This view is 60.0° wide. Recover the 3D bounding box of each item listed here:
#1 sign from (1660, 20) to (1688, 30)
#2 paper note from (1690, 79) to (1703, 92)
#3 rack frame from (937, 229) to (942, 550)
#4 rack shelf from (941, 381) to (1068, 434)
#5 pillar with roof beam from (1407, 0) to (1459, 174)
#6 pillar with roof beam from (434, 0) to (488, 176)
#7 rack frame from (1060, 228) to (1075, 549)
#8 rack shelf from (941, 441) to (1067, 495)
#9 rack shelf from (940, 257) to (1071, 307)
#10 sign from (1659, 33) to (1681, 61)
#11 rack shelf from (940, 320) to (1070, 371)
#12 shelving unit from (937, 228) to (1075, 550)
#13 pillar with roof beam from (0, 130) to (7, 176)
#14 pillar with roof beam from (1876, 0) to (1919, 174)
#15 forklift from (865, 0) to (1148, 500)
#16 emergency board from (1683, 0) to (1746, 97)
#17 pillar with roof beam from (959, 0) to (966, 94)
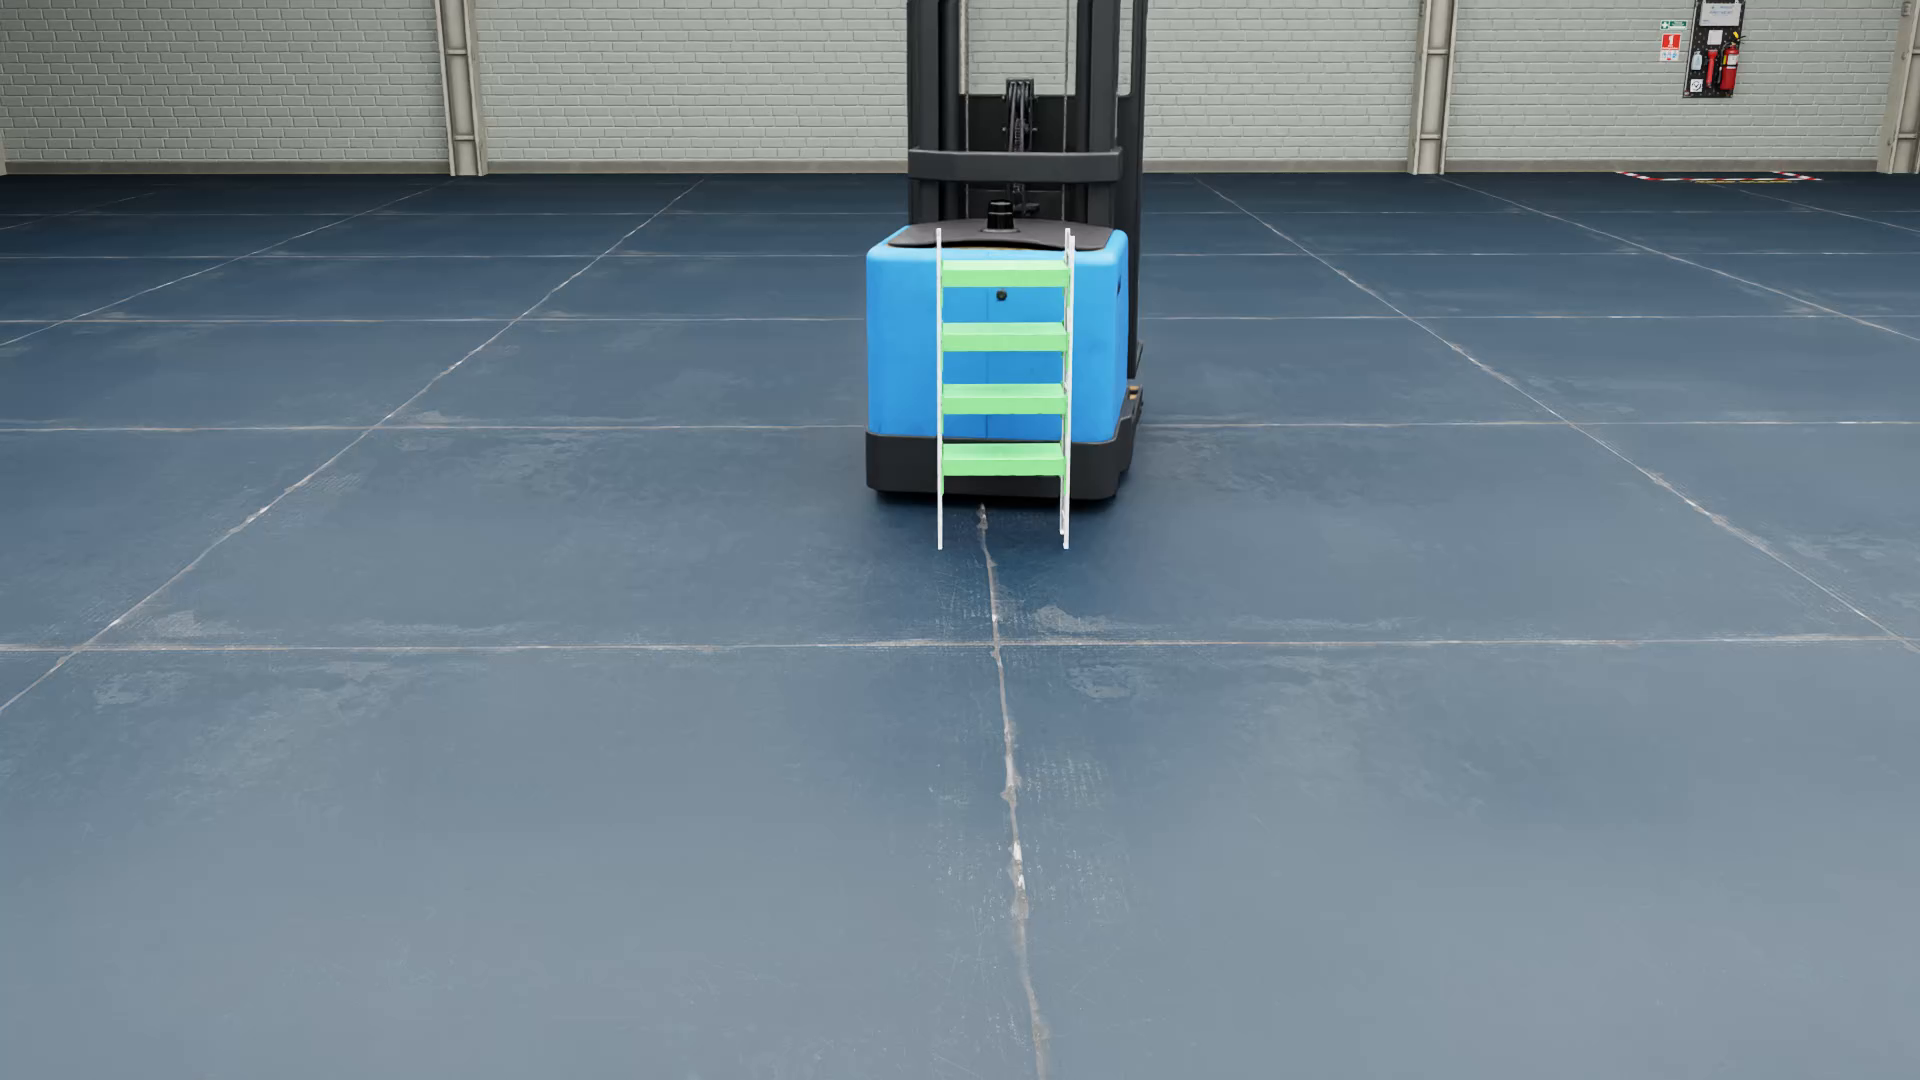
[{"bbox_3d":[8.844,-6.381,20.601,0.331,0.109,0.001,0,18,-1],"label":"sign"},{"bbox_3d":[9.215,-5.686,20.804,0.142,0.148,0.016,0,18,-1],"label":"paper note"},{"bbox_3d":[-0.078,-0.571,6.363,0.015,1.200,0.240,0,18,-1],"label":"rack frame"},{"bbox_3d":[0.166,-0.511,6.386,0.480,0.148,0.258,0,18,-1],"label":"rack shelf"},{"bbox_3d":[5.934,-7.598,15.502,0.400,9.000,9.100,0,18,-1],"label":"pillar with roof beam"},{"bbox_3d":[-6.065,-7.540,15.321,0.400,9.000,9.100,0,18,-1],"label":"pillar with roof beam"},{"bbox_3d":[0.409,-0.573,6.370,0.015,1.200,0.240,0,18,-1],"label":"rack frame"},{"bbox_3d":[0.166,-0.283,6.460,0.480,0.148,0.258,0,18,-1],"label":"rack shelf"},{"bbox_3d":[0.166,-0.968,6.240,0.480,0.148,0.258,0,18,-1],"label":"rack shelf"},{"bbox_3d":[8.839,-6.131,20.691,0.234,0.329,0.001,0,18,-1],"label":"sign"},{"bbox_3d":[0.166,-0.740,6.313,0.480,0.148,0.258,0,18,-1],"label":"rack shelf"},{"bbox_3d":[0.166,-0.572,6.367,0.503,1.200,0.258,0,18,-1],"label":"shelving unit"},{"bbox_3d":[-12.064,-7.511,15.231,0.400,9.000,9.100,0,18,-1],"label":"pillar with roof beam"},{"bbox_3d":[11.933,-7.627,15.592,0.400,9.000,9.100,0,18,-1],"label":"pillar with roof beam"},{"bbox_3d":[0.339,-1.969,7.886,1.130,2.935,3.031,3,18,8],"label":"forklift"},{"bbox_3d":[9.394,-6.085,20.606,0.643,1.169,0.194,0,18,-1],"label":"emergency board"},{"bbox_3d":[-0.065,-7.569,15.411,0.400,9.000,9.100,0,18,-1],"label":"pillar with roof beam"}]
